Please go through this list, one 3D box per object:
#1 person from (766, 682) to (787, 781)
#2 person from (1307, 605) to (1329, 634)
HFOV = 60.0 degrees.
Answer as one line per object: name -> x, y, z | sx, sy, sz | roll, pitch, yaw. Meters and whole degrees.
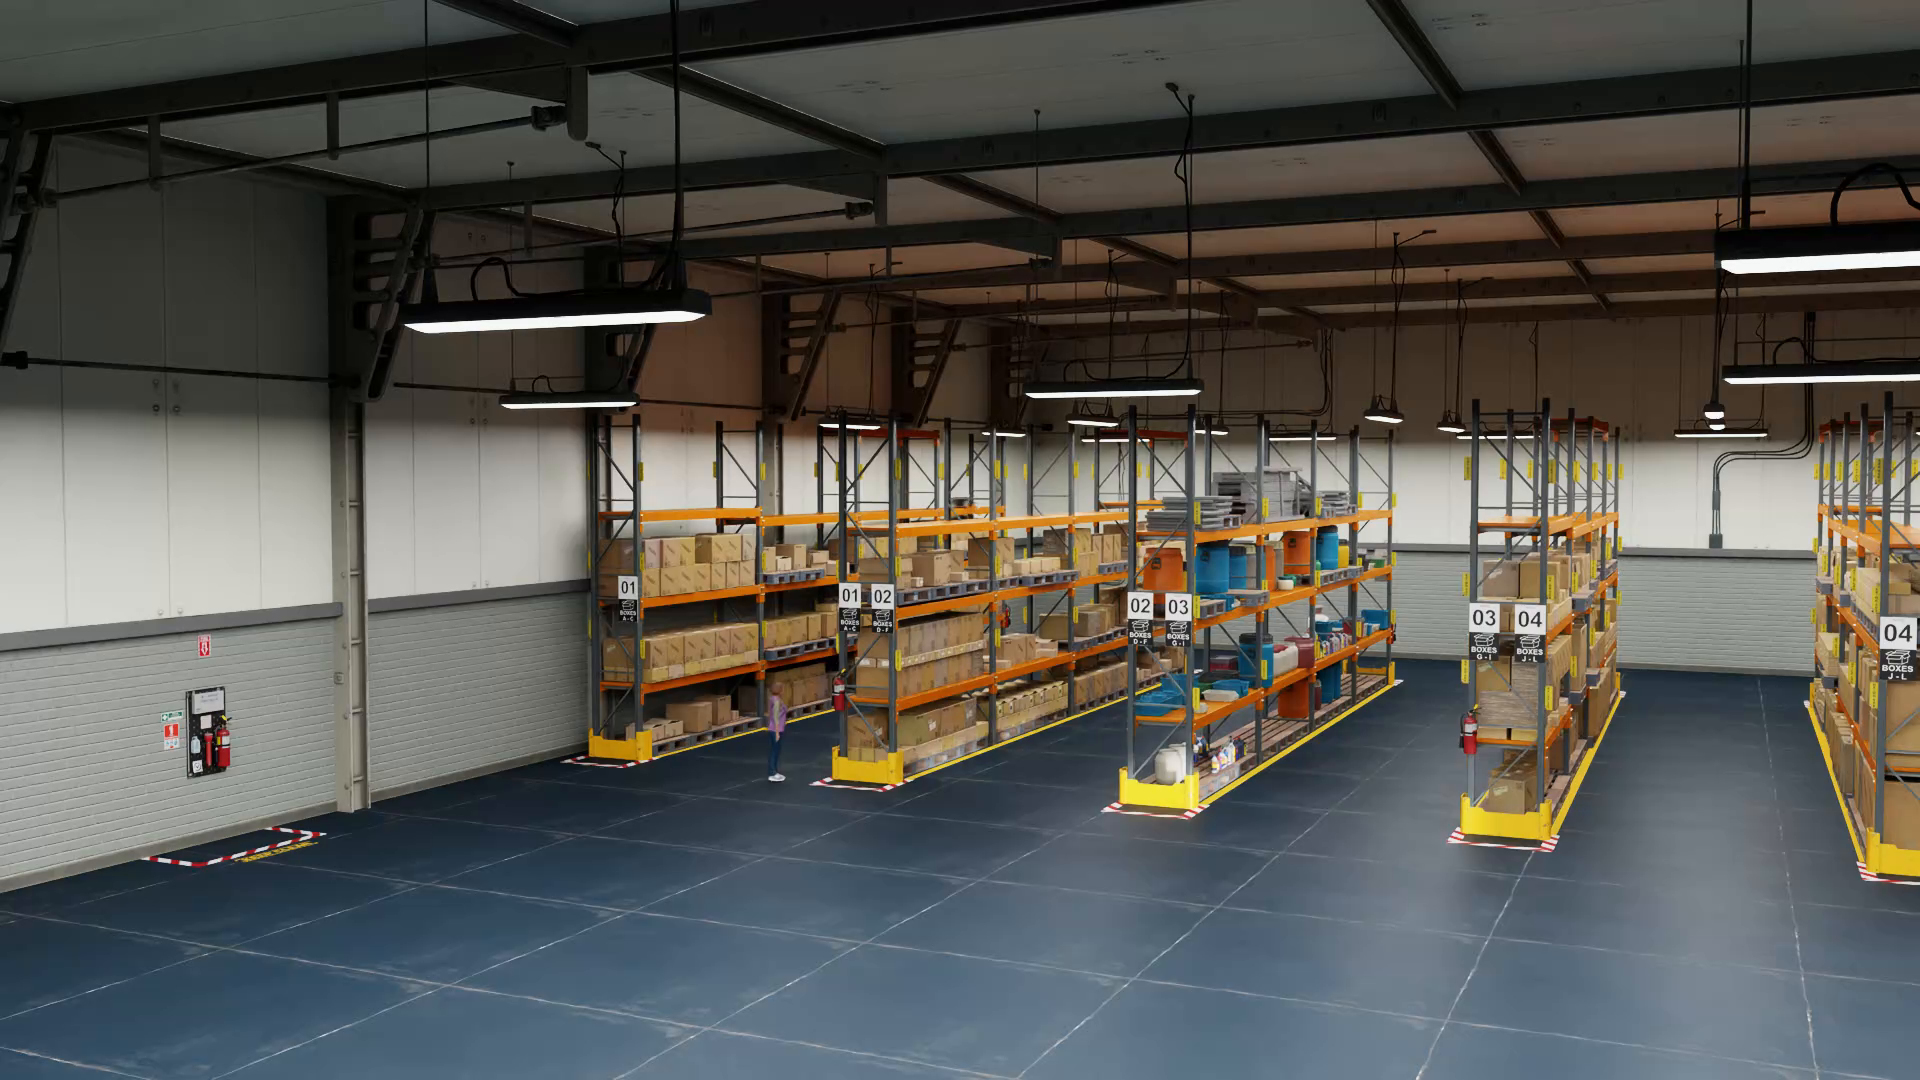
person -> -2.971, 3.099, 26.909 | 0.317, 1.601, 0.517 | -1, 2, -14
person -> 8.750, 2.483, 40.627 | 0.608, 1.809, 0.442 | -1, 2, -16
